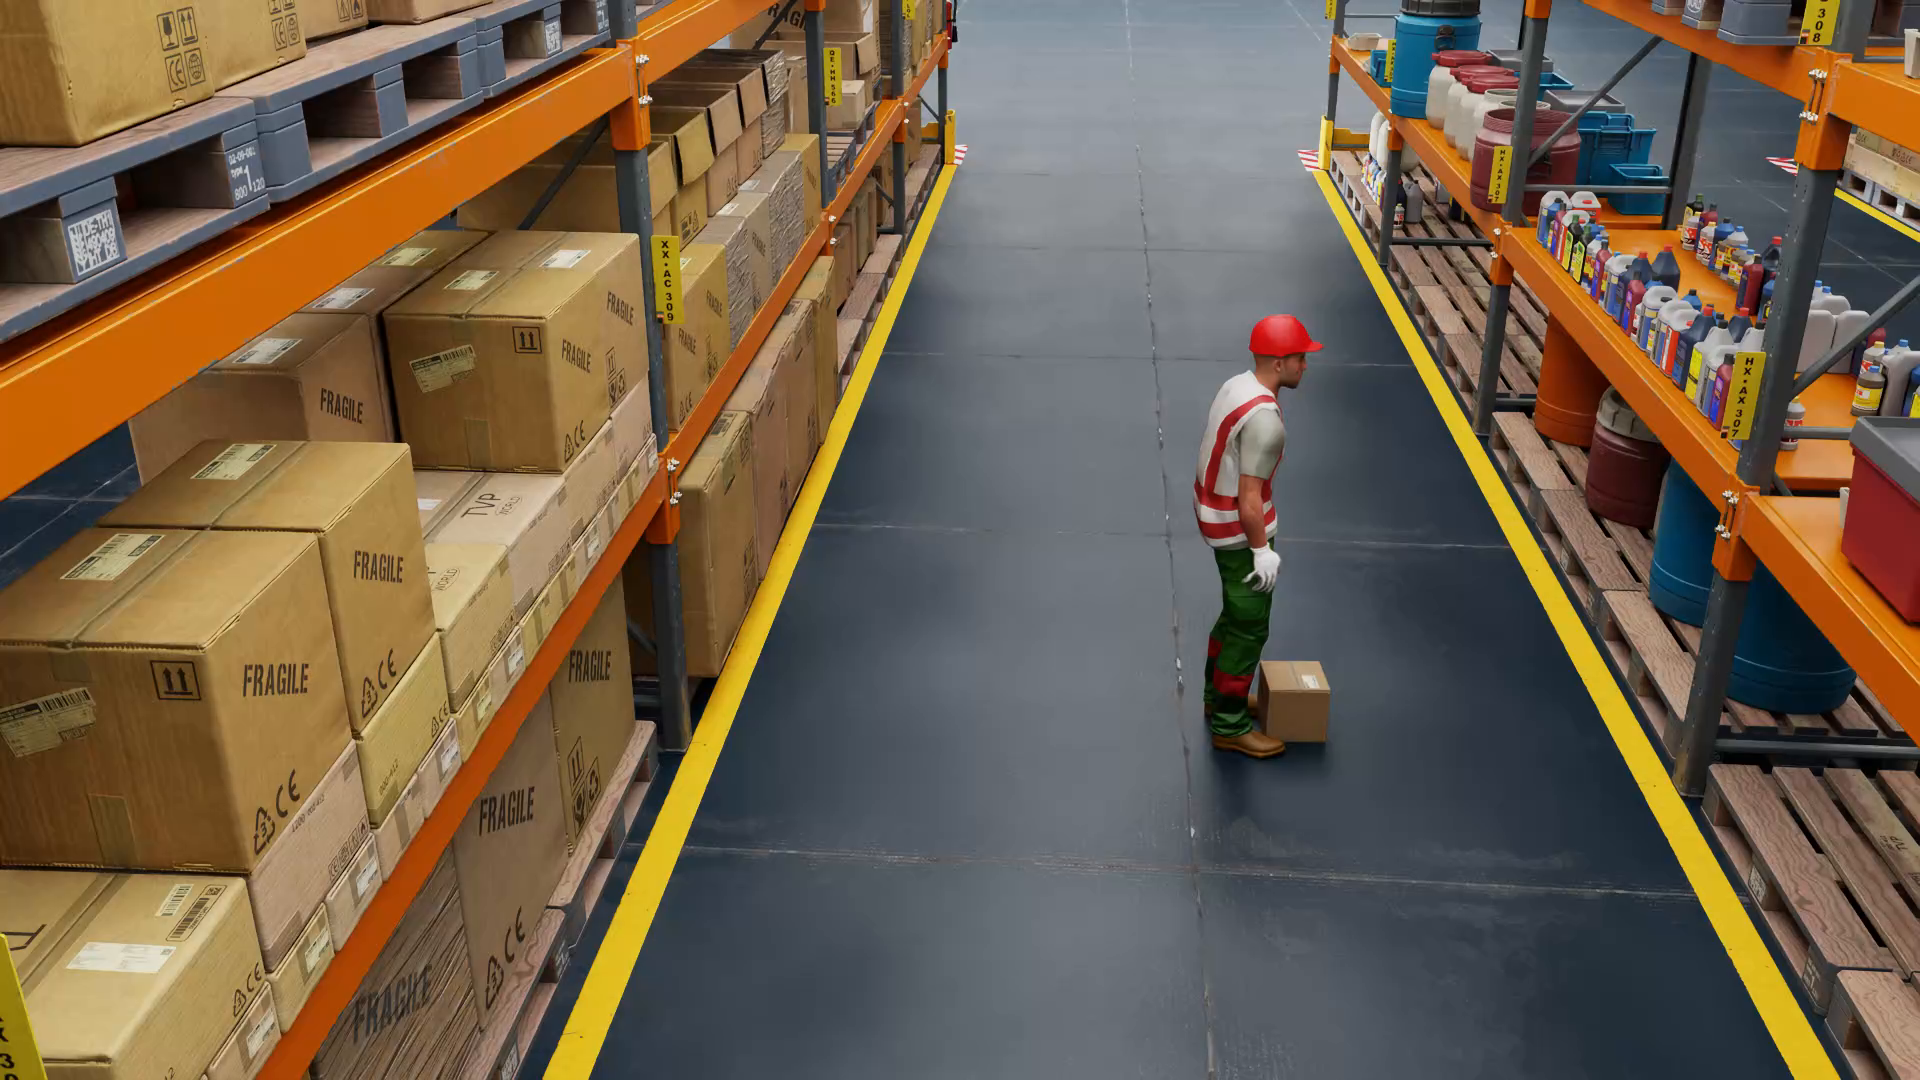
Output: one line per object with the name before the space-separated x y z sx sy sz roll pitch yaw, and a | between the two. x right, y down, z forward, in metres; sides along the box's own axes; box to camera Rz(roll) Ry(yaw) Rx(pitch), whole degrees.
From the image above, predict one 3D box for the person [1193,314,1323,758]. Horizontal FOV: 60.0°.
person | 1.163 -0.032 6.658 0.452 1.778 0.613 0 24 1
